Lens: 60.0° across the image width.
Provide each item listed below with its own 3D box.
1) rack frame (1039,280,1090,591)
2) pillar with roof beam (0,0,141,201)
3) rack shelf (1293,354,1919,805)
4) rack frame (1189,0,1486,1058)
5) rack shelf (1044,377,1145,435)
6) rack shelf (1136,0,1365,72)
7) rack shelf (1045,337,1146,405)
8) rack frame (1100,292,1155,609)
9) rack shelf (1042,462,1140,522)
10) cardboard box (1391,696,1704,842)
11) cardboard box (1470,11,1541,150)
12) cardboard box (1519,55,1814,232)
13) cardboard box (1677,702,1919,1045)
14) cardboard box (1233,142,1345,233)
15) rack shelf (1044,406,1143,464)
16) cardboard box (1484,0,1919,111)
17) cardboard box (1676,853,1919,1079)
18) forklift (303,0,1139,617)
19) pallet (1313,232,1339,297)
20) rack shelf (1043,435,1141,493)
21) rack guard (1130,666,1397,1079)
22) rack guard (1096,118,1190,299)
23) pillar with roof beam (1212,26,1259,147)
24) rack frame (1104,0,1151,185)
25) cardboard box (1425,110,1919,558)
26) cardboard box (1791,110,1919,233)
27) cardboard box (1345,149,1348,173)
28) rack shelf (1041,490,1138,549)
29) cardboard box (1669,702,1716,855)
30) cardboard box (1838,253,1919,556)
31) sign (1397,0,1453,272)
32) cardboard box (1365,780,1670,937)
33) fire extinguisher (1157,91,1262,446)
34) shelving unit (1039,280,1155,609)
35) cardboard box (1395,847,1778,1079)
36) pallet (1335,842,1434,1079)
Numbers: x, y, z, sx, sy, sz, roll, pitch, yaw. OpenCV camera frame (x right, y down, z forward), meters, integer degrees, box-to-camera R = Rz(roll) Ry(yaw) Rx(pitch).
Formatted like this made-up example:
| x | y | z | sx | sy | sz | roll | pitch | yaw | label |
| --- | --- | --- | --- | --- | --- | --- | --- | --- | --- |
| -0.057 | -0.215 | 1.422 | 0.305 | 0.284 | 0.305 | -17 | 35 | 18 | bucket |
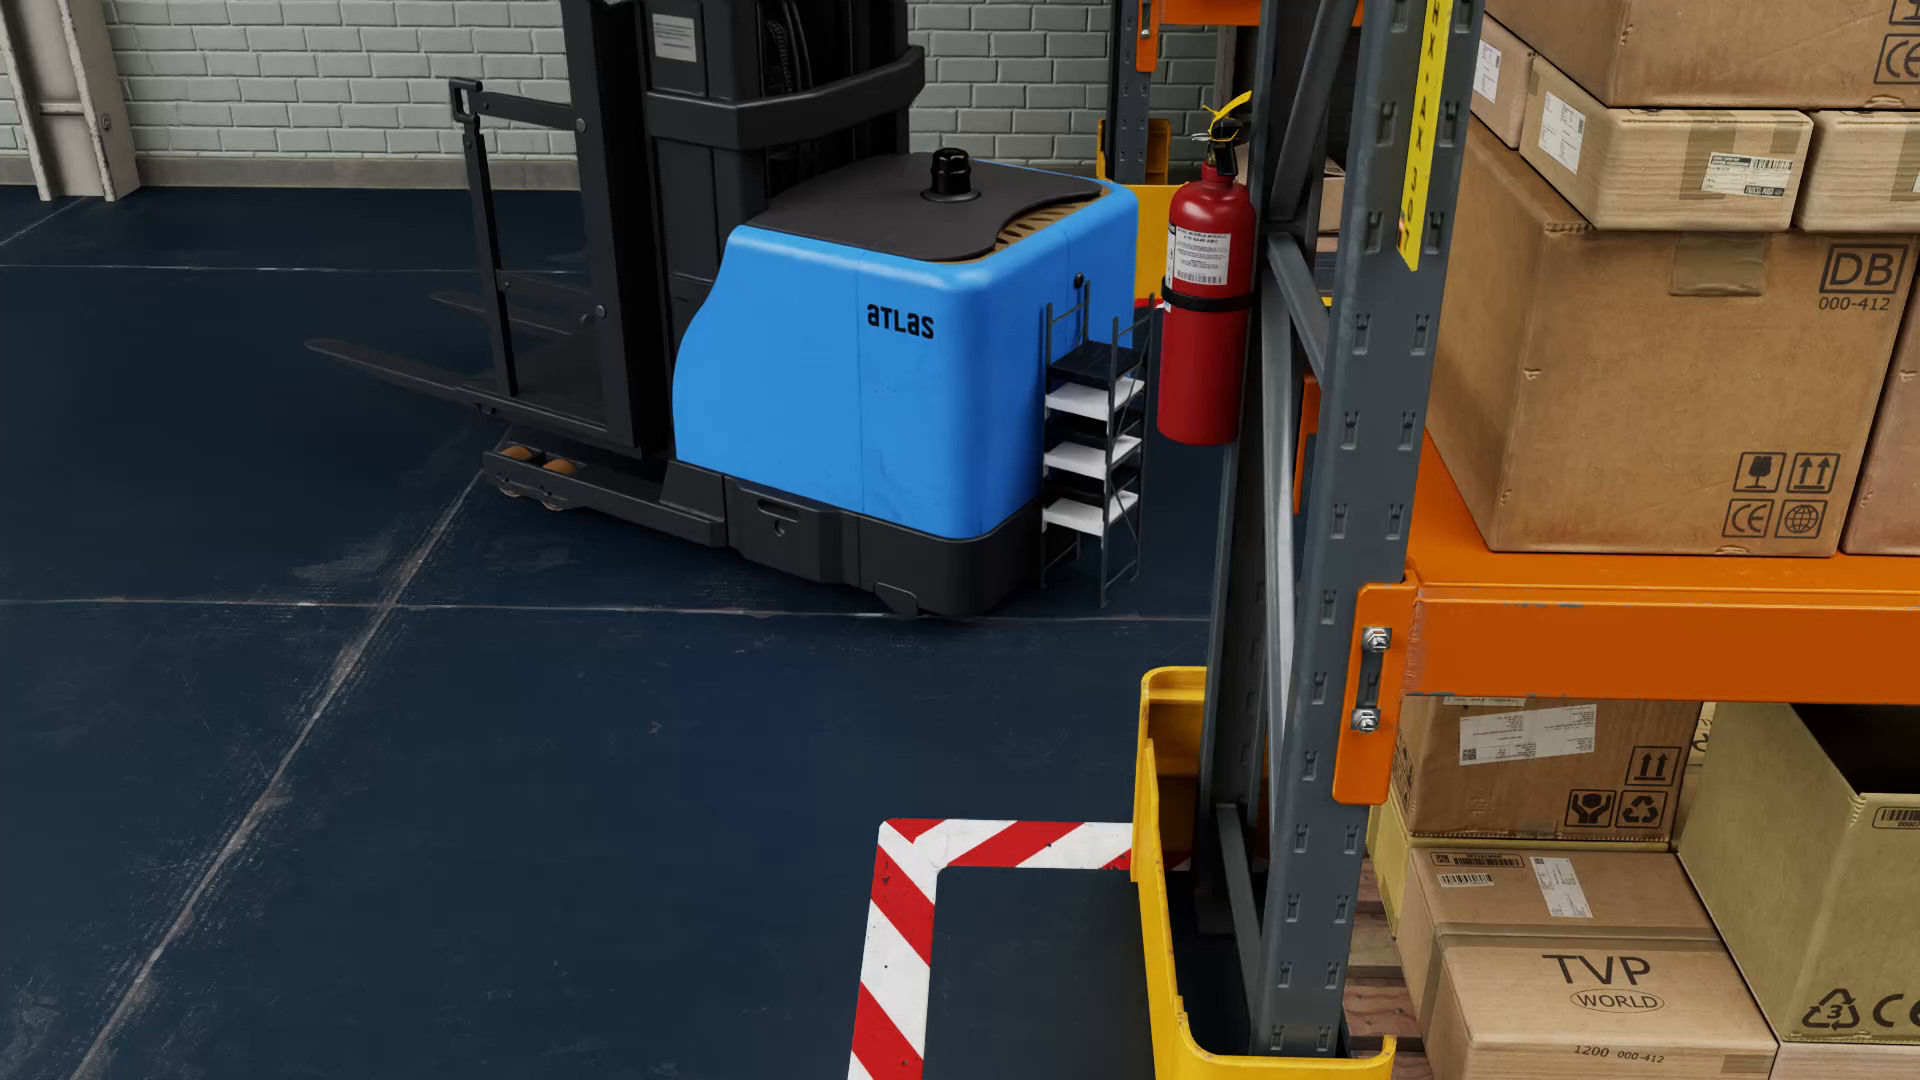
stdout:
| x | y | z | sx | sy | sz | roll | pitch | yaw | label |
| --- | --- | --- | --- | --- | --- | --- | --- | --- | --- |
| 0.304 | -0.294 | 4.844 | 0.006 | 0.900 | 0.240 | 16 | 32 | 28 | rack frame |
| -4.676 | -3.776 | 2.765 | 0.400 | 9.000 | 9.100 | 1 | 28 | 2 | pillar with roof beam |
| 2.570 | 0.022 | 2.774 | 4.000 | 0.370 | 1.077 | 1 | 28 | 2 | rack shelf |
| 0.571 | -0.329 | 2.668 | 0.127 | 3.000 | 1.000 | 1 | 28 | 2 | rack frame |
| 0.390 | -0.399 | 4.728 | 0.200 | 0.077 | 0.258 | 16 | 32 | 28 | rack shelf |
| 2.741 | -2.297 | 7.148 | 4.000 | 0.370 | 1.077 | 1 | 28 | 2 | rack shelf |
| 0.390 | -0.478 | 4.686 | 0.200 | 0.077 | 0.258 | 16 | 32 | 28 | rack shelf |
| 0.476 | -0.244 | 4.749 | 0.006 | 0.900 | 0.240 | 16 | 32 | 28 | rack frame |
| 0.390 | -0.160 | 4.854 | 0.200 | 0.077 | 0.258 | 16 | 32 | 28 | rack shelf |
| 1.118 | 0.238 | 3.284 | 0.500 | 0.500 | 0.500 | 1 | 28 | 2 | cardboard box |
| 0.960 | -0.743 | 2.649 | 0.250 | 0.149 | 0.380 | 0 | 28 | 1 | cardboard box |
| 0.956 | -0.553 | 2.290 | 0.250 | 0.149 | 0.380 | 1 | 28 | 1 | cardboard box |
| 1.599 | 0.489 | 2.811 | 0.500 | 0.500 | 0.500 | 1 | 28 | 2 | cardboard box |
| 1.431 | -1.601 | 7.468 | 0.500 | 0.311 | 0.500 | -2 | 28 | -4 | cardboard box |
| 0.390 | -0.319 | 4.770 | 0.200 | 0.077 | 0.258 | 16 | 32 | 28 | rack shelf |
| 1.090 | -0.932 | 2.313 | 0.500 | 0.500 | 0.700 | 1 | 28 | 2 | cardboard box |
| 1.599 | 0.820 | 2.988 | 0.500 | 0.250 | 0.500 | 1 | 28 | 2 | cardboard box |
| -0.972 | -1.580 | 5.102 | 3.031 | 2.935 | 1.130 | 16 | 32 | 28 | forklift |
| 1.629 | -1.385 | 7.637 | 1.213 | 0.211 | 1.003 | 1 | 28 | 2 | pallet |
| 0.390 | -0.240 | 4.812 | 0.200 | 0.077 | 0.258 | 16 | 32 | 28 | rack shelf |
| 0.547 | 0.775 | 3.254 | 0.348 | 0.500 | 1.175 | 1 | 28 | 2 | rack guard |
| 0.818 | -1.542 | 7.625 | 0.348 | 0.500 | 1.175 | 1 | 28 | 2 | rack guard |
| 1.320 | -3.677 | 2.578 | 0.400 | 9.000 | 9.100 | 1 | 28 | 2 | pillar with roof beam |
| 0.742 | -2.648 | 7.042 | 0.127 | 3.000 | 1.000 | 1 | 28 | 2 | rack frame |
| 1.037 | -0.360 | 2.619 | 0.500 | 0.500 | 0.700 | 1 | 28 | 2 | cardboard box |
| 1.220 | -0.549 | 2.285 | 0.250 | 0.149 | 0.380 | 0 | 28 | 0 | cardboard box |
| 2.000 | -1.591 | 7.450 | 0.500 | 0.311 | 0.500 | 3 | 28 | 6 | cardboard box |
| 0.390 | -0.080 | 4.896 | 0.200 | 0.077 | 0.258 | 16 | 32 | 28 | rack shelf |
| 1.618 | 0.573 | 3.453 | 0.500 | 0.250 | 0.500 | 1 | 28 | 2 | cardboard box |
| 1.562 | -0.353 | 2.607 | 0.500 | 0.500 | 0.700 | 2 | 28 | 3 | cardboard box |
| 0.546 | -0.487 | 1.957 | 0.005 | 0.325 | 0.100 | 1 | 28 | 2 | sign |
| 1.118 | 0.571 | 3.458 | 0.500 | 0.250 | 0.500 | 1 | 28 | 2 | cardboard box |
| 0.469 | -0.514 | 3.100 | 0.183 | 0.674 | 0.296 | 1 | 28 | 2 | fire extinguisher |
| 0.390 | -0.269 | 4.797 | 0.210 | 0.900 | 0.258 | 16 | 32 | 28 | shelving unit |
| 1.099 | 0.813 | 3.001 | 0.500 | 0.250 | 0.500 | 1 | 28 | 2 | cardboard box |
| 1.337 | 0.896 | 3.334 | 1.213 | 0.211 | 1.003 | 1 | 28 | 2 | pallet |
